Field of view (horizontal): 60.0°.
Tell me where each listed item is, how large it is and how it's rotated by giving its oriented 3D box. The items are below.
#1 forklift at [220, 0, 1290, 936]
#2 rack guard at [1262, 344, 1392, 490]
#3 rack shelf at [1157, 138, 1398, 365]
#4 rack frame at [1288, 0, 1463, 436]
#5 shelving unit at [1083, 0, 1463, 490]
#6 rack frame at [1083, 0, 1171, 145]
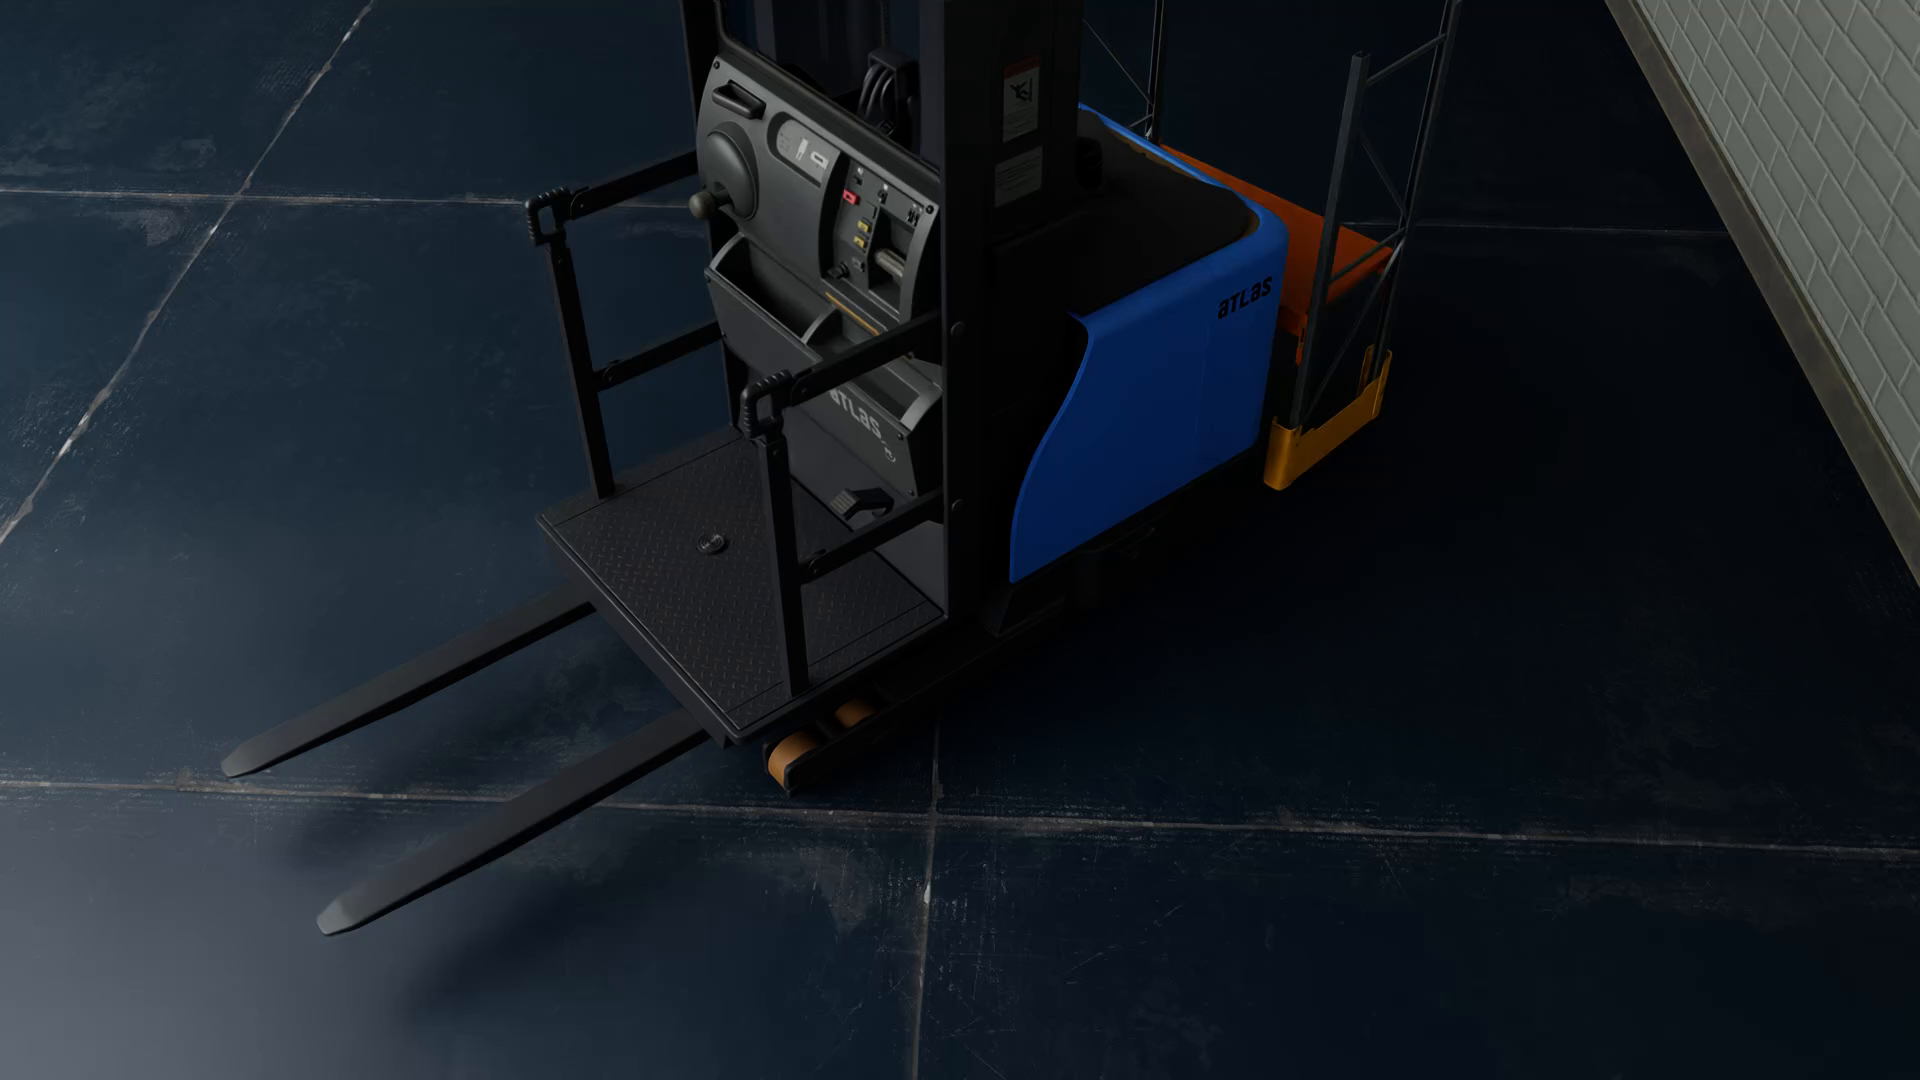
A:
[{"bbox_3d":[-0.526,-0.799,3.957,3.031,2.935,1.130,-29,50,-27],"label":"forklift"},{"bbox_3d":[1.218,-0.410,5.507,0.087,0.250,0.587,34,53,31],"label":"rack guard"},{"bbox_3d":[0.869,-0.969,5.454,1.000,0.185,0.538,34,53,31],"label":"rack shelf"},{"bbox_3d":[1.232,-0.858,5.071,0.032,1.500,0.500,34,53,31],"label":"rack frame"},{"bbox_3d":[0.862,-1.105,5.336,1.083,1.500,0.587,34,53,31],"label":"shelving unit"},{"bbox_3d":[0.505,-1.343,5.591,0.032,1.500,0.500,34,53,31],"label":"rack frame"}]
